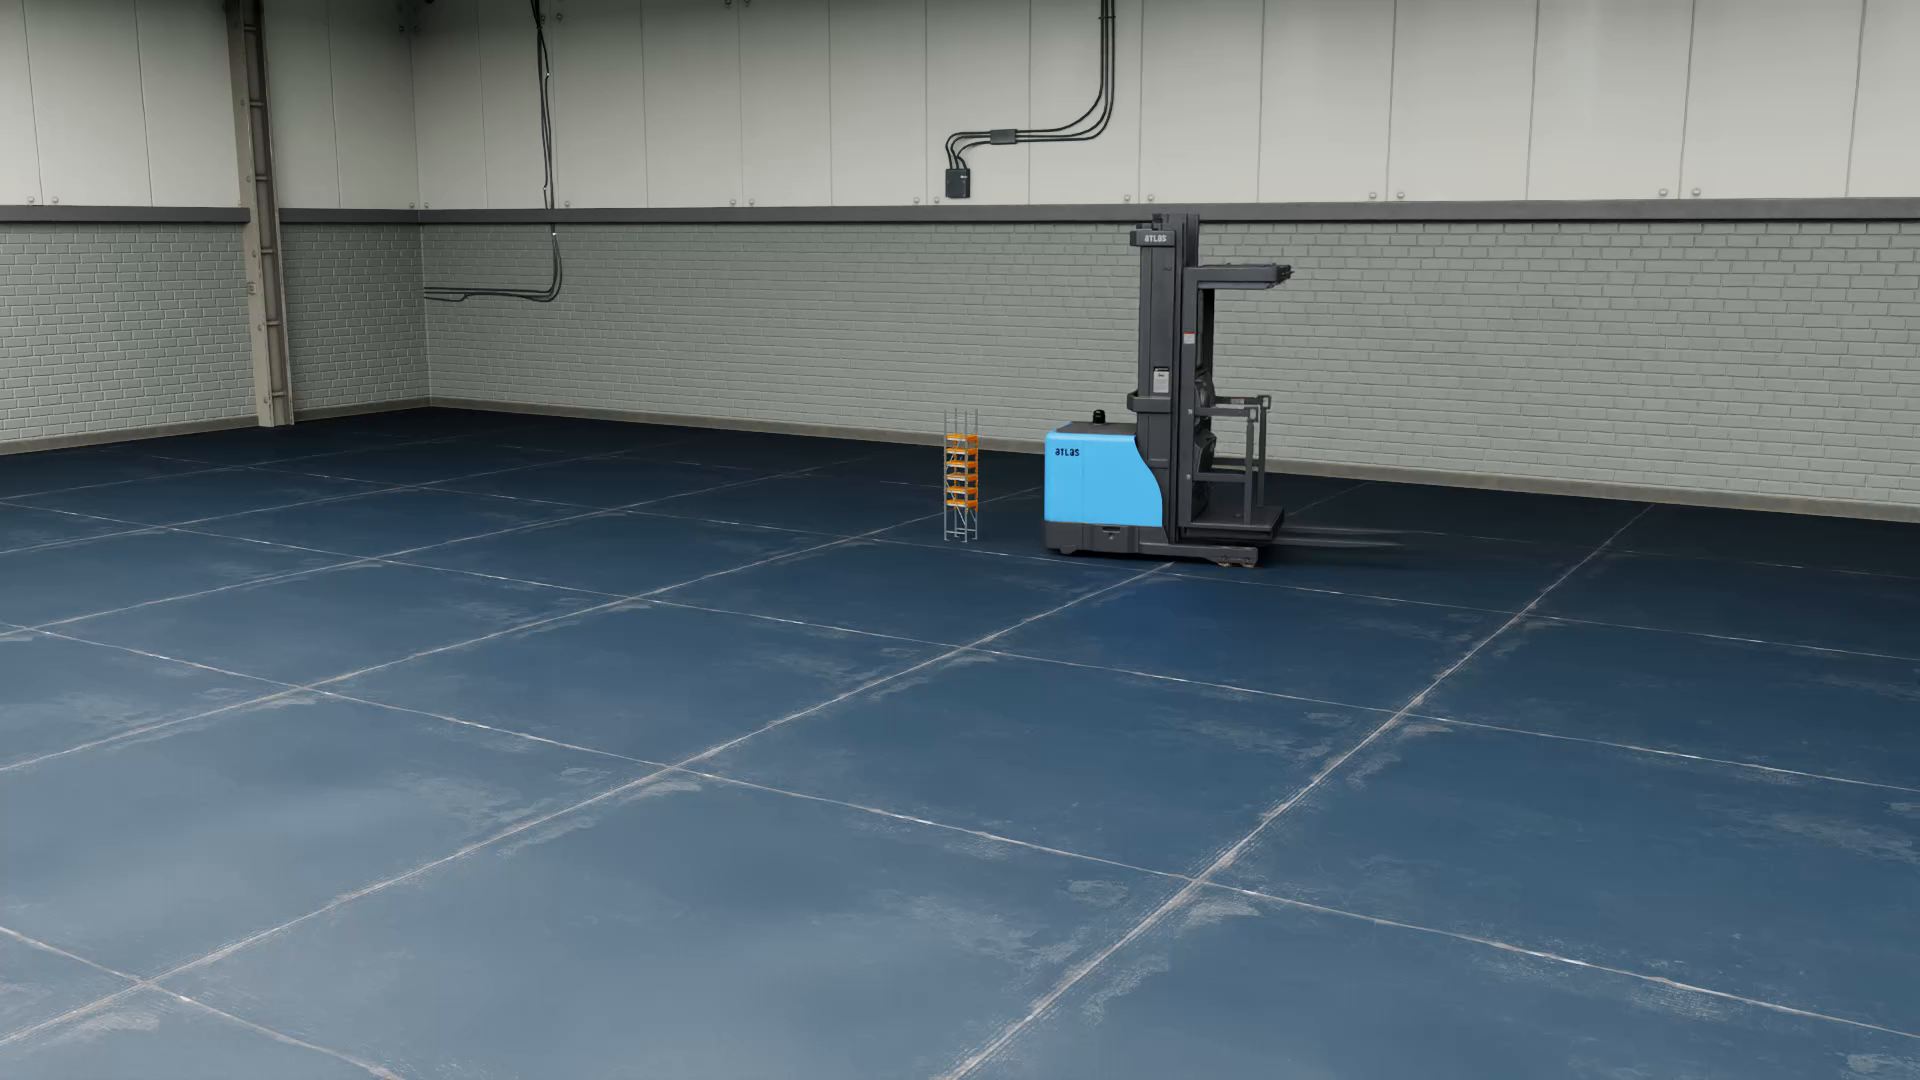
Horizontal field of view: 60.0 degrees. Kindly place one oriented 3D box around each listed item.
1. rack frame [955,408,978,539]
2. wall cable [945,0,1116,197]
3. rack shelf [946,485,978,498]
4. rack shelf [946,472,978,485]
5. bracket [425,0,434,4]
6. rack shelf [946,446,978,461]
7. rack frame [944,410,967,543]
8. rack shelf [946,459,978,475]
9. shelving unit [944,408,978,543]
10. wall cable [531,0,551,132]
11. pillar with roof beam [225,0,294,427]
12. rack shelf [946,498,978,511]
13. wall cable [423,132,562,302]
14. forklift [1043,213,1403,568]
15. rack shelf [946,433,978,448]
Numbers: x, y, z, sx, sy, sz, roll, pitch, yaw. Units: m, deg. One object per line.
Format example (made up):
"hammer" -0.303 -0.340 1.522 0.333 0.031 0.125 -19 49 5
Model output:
"rack frame" 0.055 -0.606 15.229 0.240 1.200 0.006 6 12 31
"wall cable" 0.818 -7.196 19.991 2.305 6.003 0.169 6 12 31
"rack shelf" 0.008 -0.430 15.182 0.258 0.103 0.180 6 12 31
"rack shelf" 0.008 -0.548 15.160 0.258 0.103 0.180 6 12 31
"bracket" -8.198 -8.270 25.189 0.235 0.232 0.430 6 12 31
"rack shelf" 0.008 -0.784 15.116 0.258 0.103 0.180 6 12 31
"rack frame" -0.040 -0.578 15.075 0.240 1.200 0.006 6 12 31
"rack shelf" 0.008 -0.666 15.138 0.258 0.103 0.180 6 12 31
"shelving unit" 0.008 -0.592 15.152 0.258 1.200 0.189 6 12 31
"wall cable" -4.975 -7.131 23.602 3.097 2.526 0.112 6 12 31
"pillar with roof beam" -6.268 -5.685 21.164 9.100 9.000 0.400 6 12 31
"rack shelf" 0.008 -0.312 15.204 0.258 0.103 0.180 6 12 31
"wall cable" -7.287 -4.907 25.447 3.097 2.526 0.112 6 12 31
"forklift" 2.300 -1.316 14.316 3.031 2.935 1.130 3 11 16
"rack shelf" 0.008 -0.902 15.094 0.258 0.103 0.180 6 12 31
